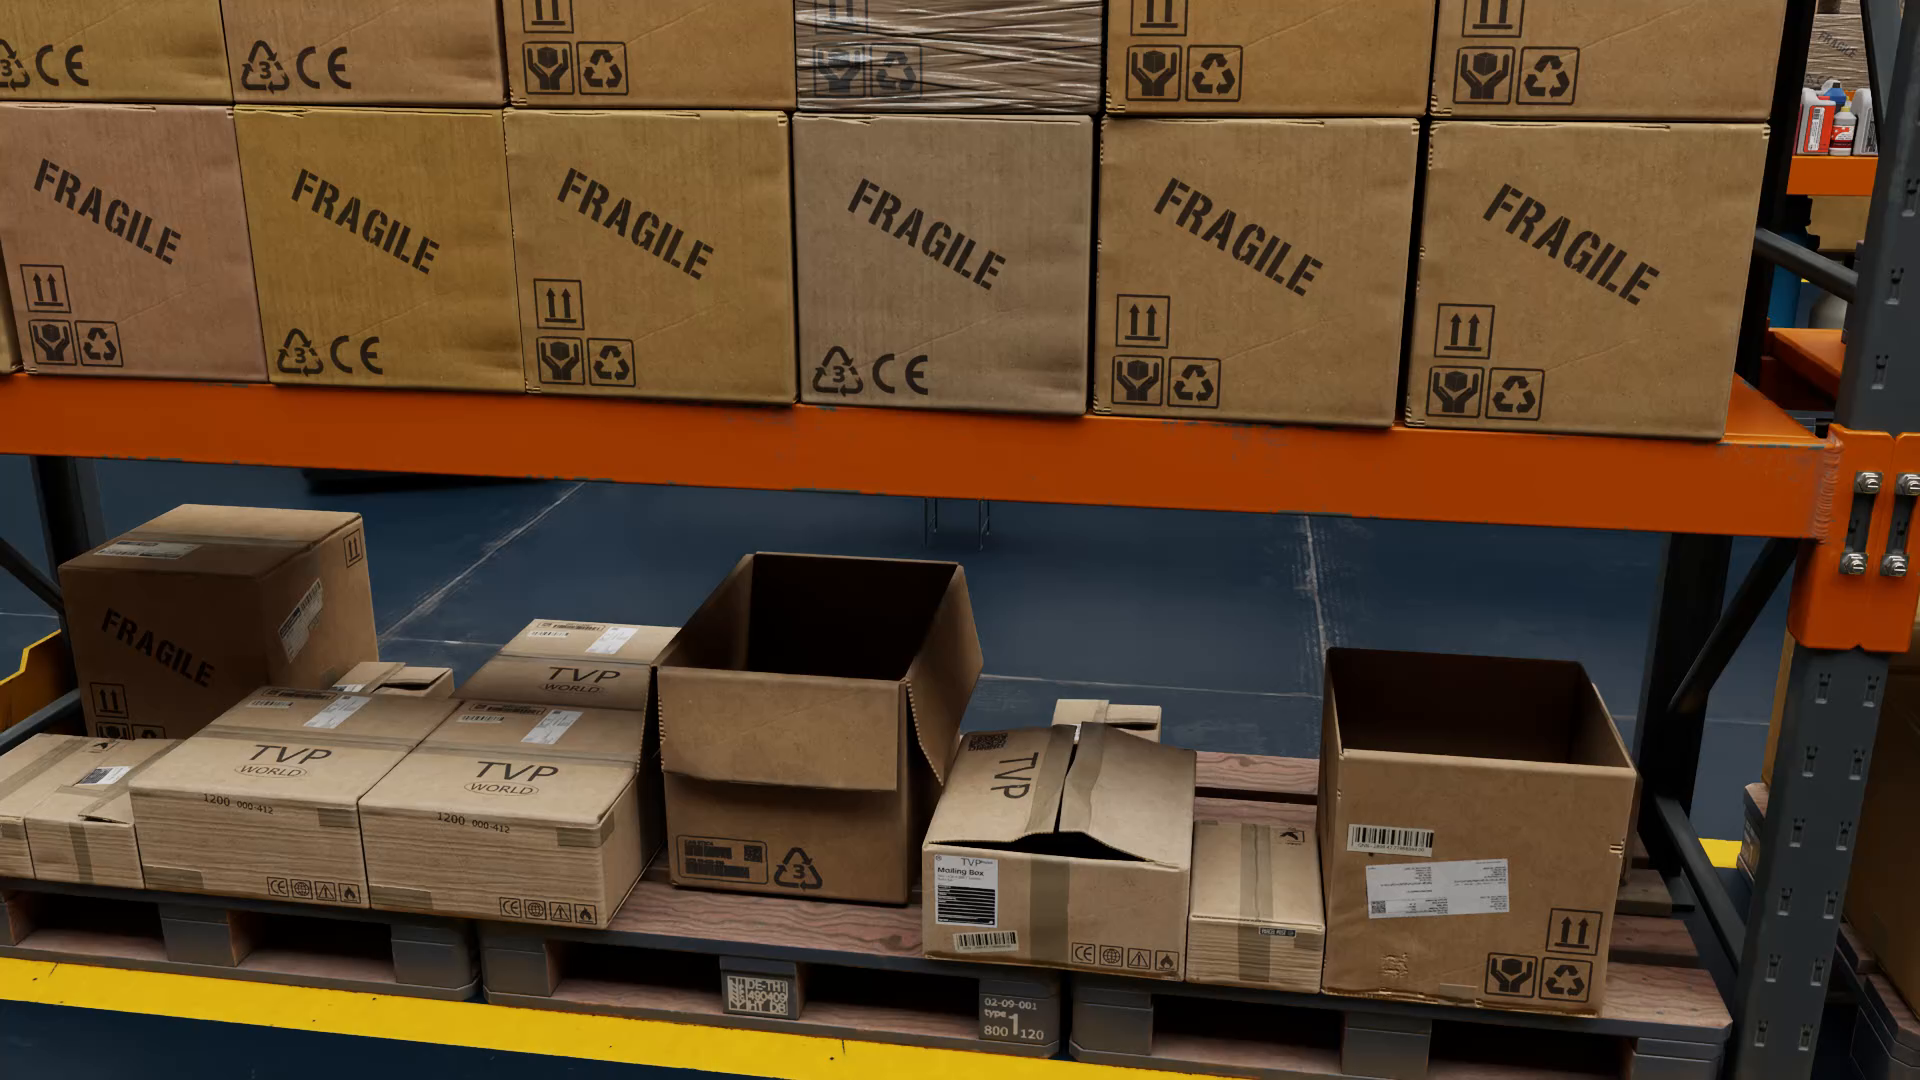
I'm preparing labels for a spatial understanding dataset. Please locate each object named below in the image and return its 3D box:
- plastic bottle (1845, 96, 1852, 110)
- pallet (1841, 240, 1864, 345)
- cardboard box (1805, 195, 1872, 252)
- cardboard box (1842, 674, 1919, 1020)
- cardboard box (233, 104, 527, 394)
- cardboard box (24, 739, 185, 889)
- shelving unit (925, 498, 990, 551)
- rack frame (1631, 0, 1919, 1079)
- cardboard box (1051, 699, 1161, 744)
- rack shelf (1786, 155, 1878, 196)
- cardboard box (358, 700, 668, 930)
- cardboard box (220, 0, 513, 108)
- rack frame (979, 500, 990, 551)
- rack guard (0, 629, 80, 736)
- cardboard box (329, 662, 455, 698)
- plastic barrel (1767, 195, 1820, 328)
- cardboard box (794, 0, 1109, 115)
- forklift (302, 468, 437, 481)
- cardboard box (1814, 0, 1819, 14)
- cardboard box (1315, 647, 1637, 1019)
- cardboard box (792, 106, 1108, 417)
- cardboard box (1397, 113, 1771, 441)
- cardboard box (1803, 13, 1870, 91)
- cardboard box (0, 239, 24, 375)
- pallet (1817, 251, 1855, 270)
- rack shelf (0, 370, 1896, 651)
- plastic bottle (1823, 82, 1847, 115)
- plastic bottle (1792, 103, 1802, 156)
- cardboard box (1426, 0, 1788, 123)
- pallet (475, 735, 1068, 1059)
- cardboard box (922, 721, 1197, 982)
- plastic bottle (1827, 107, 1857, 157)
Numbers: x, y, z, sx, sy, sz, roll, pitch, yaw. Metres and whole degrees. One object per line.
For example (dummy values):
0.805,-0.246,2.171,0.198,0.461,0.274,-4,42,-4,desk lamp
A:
4.131,-1.973,7.786,0.097,0.201,0.097,0,18,0,plastic bottle
2.334,-0.328,2.860,1.213,0.211,1.003,3,19,9,pallet
6.408,-2.629,12.119,0.875,0.875,1.225,2,19,6,cardboard box
2.001,0.584,3.078,0.500,0.500,0.500,2,19,6,cardboard box
-0.986,-0.587,3.173,0.500,0.500,0.500,3,19,8,cardboard box
-1.782,0.581,3.611,0.250,0.166,0.380,3,19,9,cardboard box
-0.008,-0.427,6.162,0.210,0.900,0.258,3,19,9,shelving unit
1.562,-0.494,3.052,0.127,3.000,1.000,3,19,9,rack frame
0.326,0.512,3.818,0.250,0.166,0.380,3,19,9,cardboard box
4.326,-1.604,7.502,4.000,0.370,1.077,3,19,9,rack shelf
-0.908,0.567,3.522,0.500,0.250,0.500,3,19,9,cardboard box
-0.981,-1.061,3.014,0.500,0.500,0.500,3,19,9,cardboard box
0.092,-0.422,6.146,0.006,0.900,0.240,3,19,9,rack frame
-2.312,0.494,4.039,0.348,0.500,1.175,3,19,9,rack guard
-1.426,0.439,4.037,0.250,0.166,0.380,3,19,9,cardboard box
3.585,-1.181,7.751,0.708,0.901,0.600,3,19,9,plastic barrel
0.018,-1.010,2.861,0.500,0.500,0.500,3,19,9,cardboard box
-2.486,-2.062,7.847,1.130,2.935,3.031,-4,19,-11,forklift
5.724,-3.995,11.776,0.637,0.503,0.797,3,19,10,cardboard box
0.954,0.543,3.199,0.500,0.500,0.500,3,19,9,cardboard box
0.011,-0.537,3.022,0.500,0.500,0.500,3,19,10,cardboard box
1.028,-0.486,2.871,0.500,0.500,0.500,3,19,10,cardboard box
6.068,-3.417,11.632,0.500,0.500,0.500,3,19,8,cardboard box
-1.991,-0.638,3.324,0.500,0.500,0.500,3,19,10,cardboard box
6.320,-2.137,12.357,1.213,0.211,1.003,3,19,9,pallet
-0.413,-0.253,3.467,4.000,0.370,1.077,3,19,9,rack shelf
4.011,-1.964,7.647,0.097,0.271,0.097,0,18,0,plastic bottle
3.523,-1.793,7.119,0.133,0.283,0.061,3,19,9,plastic bottle
1.022,-0.960,2.711,0.500,0.500,0.500,3,19,9,cardboard box
-0.324,0.733,3.780,1.213,0.211,1.003,3,19,9,pallet
0.214,0.595,3.341,0.500,0.311,0.500,3,19,9,cardboard box
3.772,-1.748,7.112,0.097,0.201,0.097,0,18,0,plastic bottle
